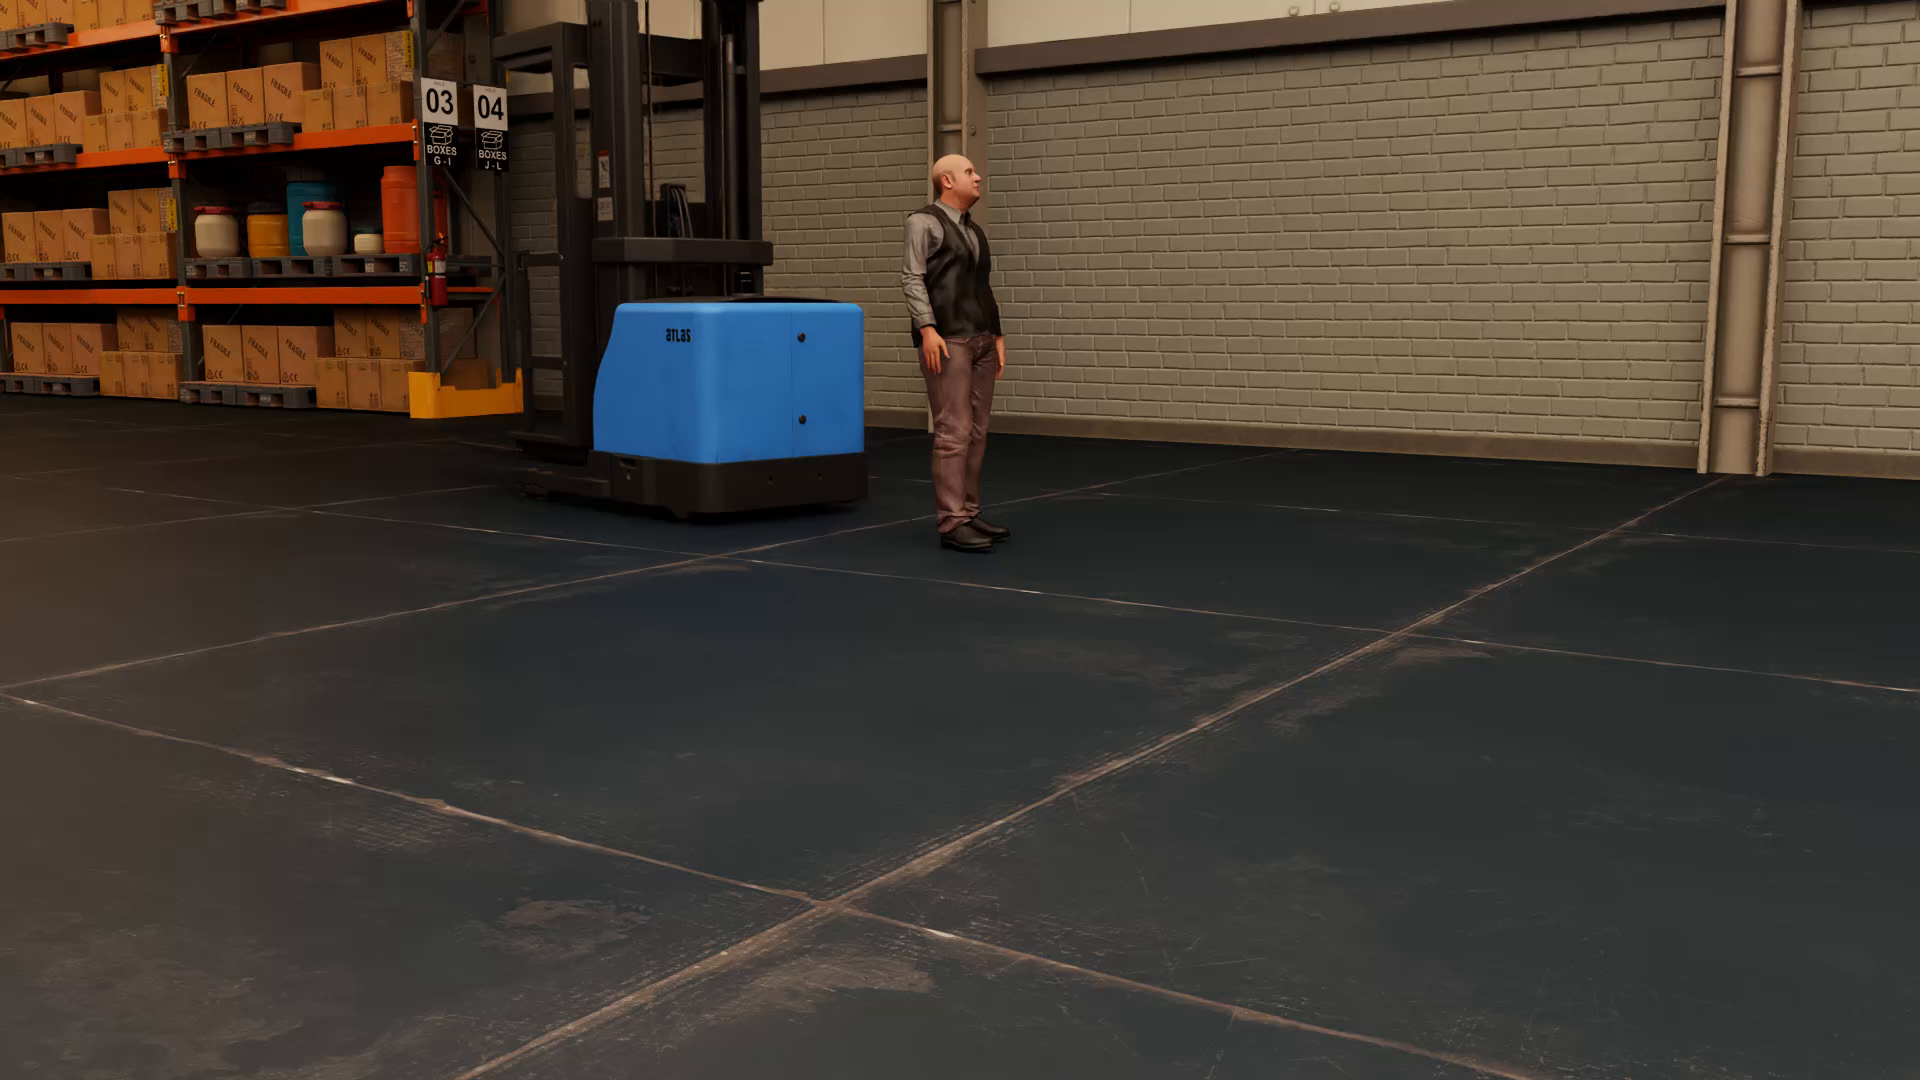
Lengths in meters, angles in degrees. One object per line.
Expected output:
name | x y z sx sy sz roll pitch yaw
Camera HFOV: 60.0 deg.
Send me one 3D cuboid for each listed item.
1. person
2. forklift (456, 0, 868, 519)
person | 0.047 -0.854 7.441 0.568 1.720 0.632 5 10 34
forklift | -1.844 -1.708 9.205 1.130 2.935 3.031 -7 11 -42
